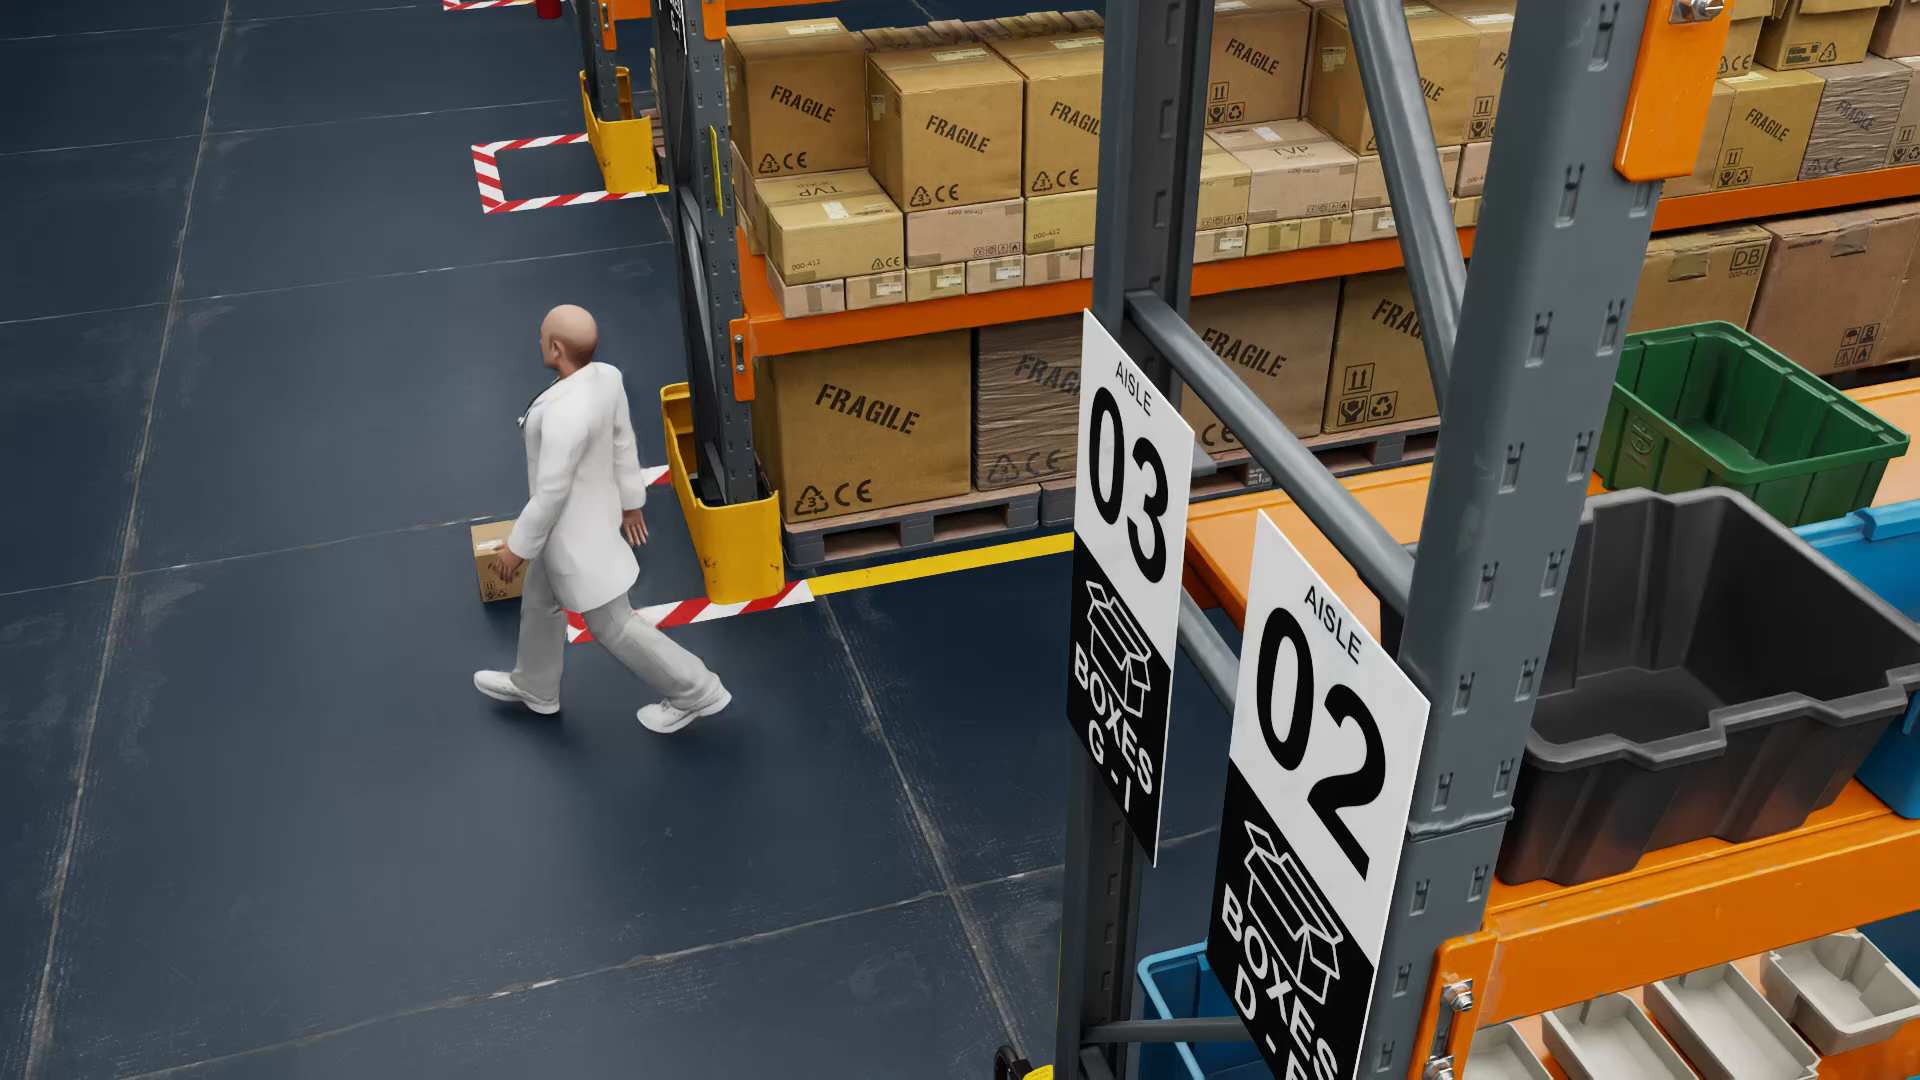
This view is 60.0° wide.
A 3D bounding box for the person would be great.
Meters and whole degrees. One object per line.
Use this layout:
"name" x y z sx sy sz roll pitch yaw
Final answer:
"person" -1.430 -0.048 6.236 1.076 1.732 0.594 2 34 3
